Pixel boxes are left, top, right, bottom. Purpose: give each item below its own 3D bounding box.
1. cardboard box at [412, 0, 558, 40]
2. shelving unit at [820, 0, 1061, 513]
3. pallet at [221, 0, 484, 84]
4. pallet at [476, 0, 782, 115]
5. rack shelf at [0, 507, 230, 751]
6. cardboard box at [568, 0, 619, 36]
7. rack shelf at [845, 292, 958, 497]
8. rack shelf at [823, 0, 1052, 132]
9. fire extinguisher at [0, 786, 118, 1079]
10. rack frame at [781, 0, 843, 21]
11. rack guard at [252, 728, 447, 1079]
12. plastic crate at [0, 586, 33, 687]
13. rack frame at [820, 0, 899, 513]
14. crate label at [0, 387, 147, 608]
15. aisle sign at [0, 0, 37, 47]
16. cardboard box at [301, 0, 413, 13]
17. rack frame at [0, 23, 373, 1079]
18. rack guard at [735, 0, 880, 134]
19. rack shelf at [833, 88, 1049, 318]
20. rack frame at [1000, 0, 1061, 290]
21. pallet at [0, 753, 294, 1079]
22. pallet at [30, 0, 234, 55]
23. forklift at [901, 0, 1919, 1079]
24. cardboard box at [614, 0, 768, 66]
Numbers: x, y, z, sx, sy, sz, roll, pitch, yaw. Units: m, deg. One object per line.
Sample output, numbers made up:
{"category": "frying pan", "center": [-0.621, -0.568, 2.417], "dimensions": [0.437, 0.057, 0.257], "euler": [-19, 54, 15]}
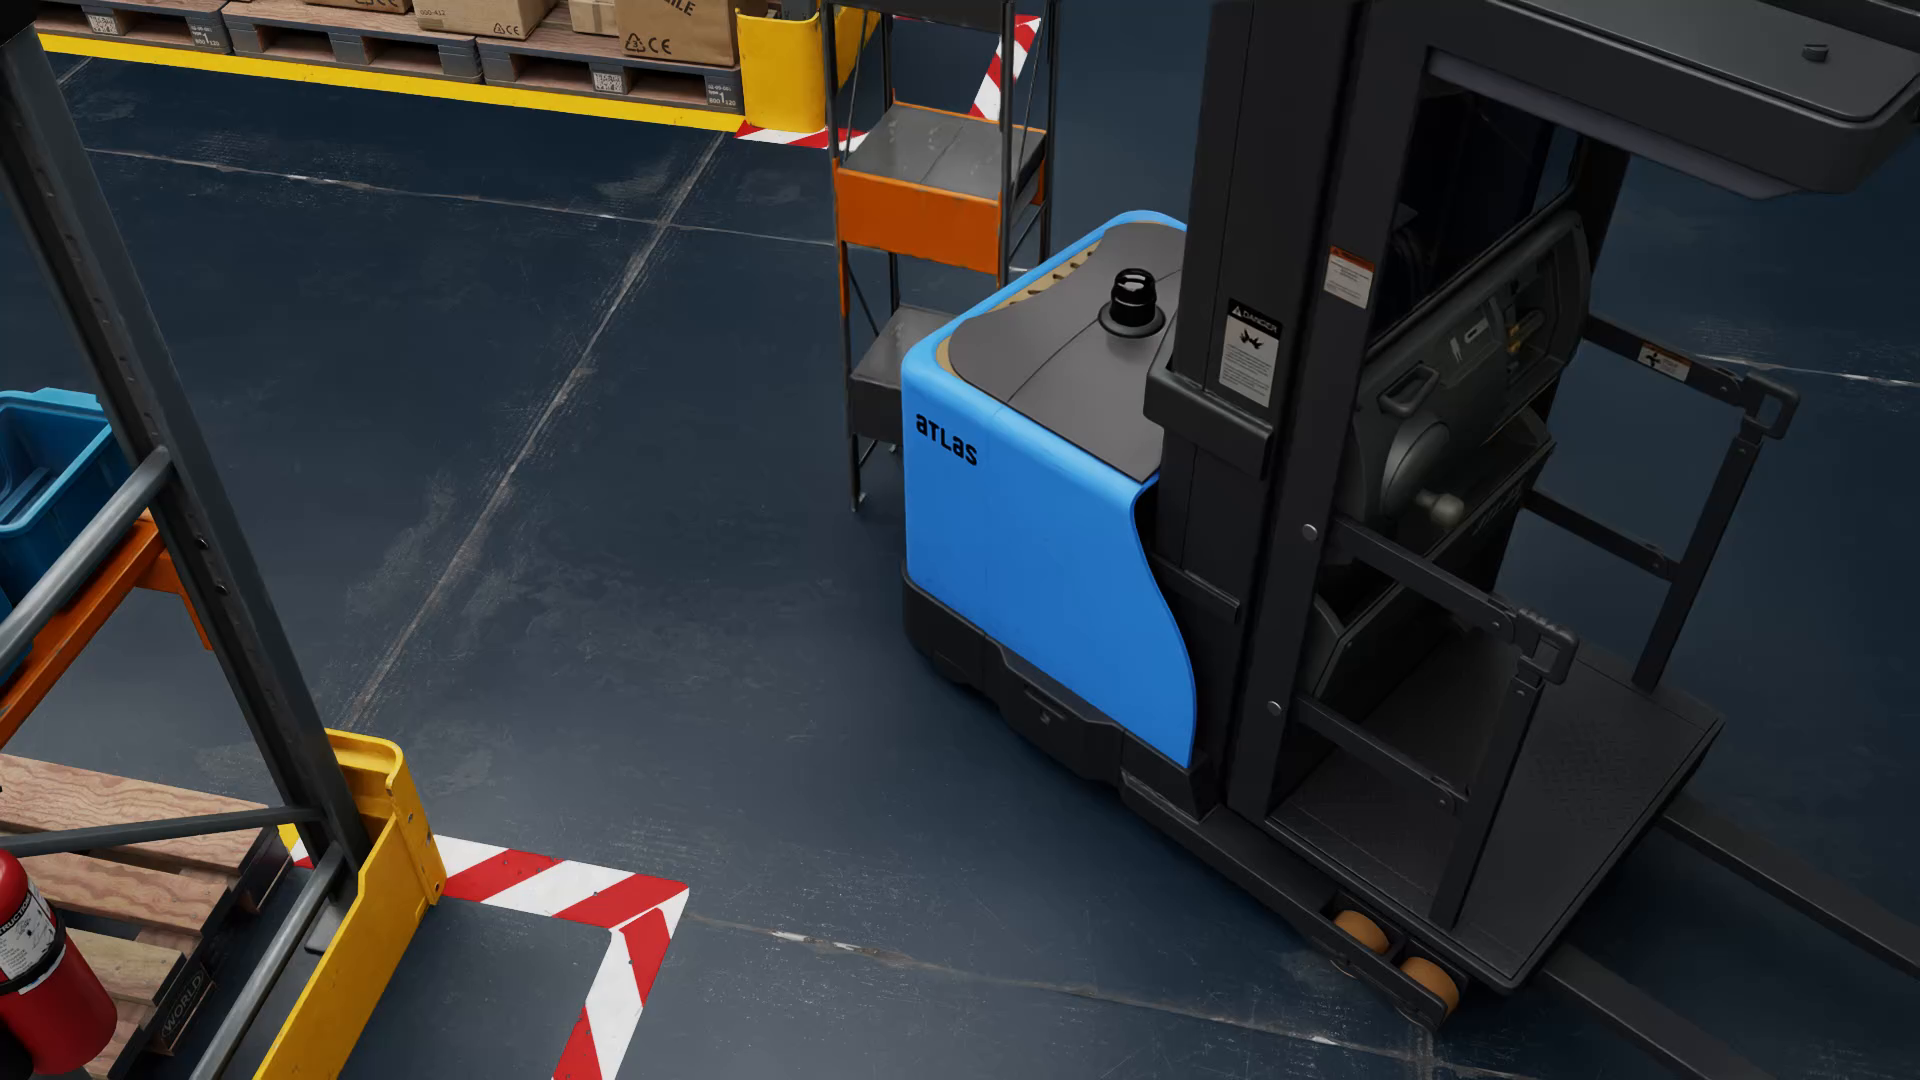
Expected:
{"category": "cardboard box", "center": [-2.064, -2.450, 7.298], "dimensions": [0.500, 0.250, 0.500], "euler": [9, 45, 9]}
{"category": "shelving unit", "center": [-0.042, -0.912, 4.683], "dimensions": [0.503, 2.100, 0.431], "euler": [15, 46, 15]}
{"category": "pallet", "center": [-2.598, -2.515, 7.711], "dimensions": [1.213, 0.211, 1.003], "euler": [9, 45, 9]}
{"category": "pallet", "center": [-1.411, -2.329, 7.518], "dimensions": [1.213, 0.211, 1.003], "euler": [9, 45, 9]}
{"category": "rack shelf", "center": [-3.596, 0.106, 3.496], "dimensions": [4.000, 0.370, 1.077], "euler": [9, 45, 9]}
{"category": "cardboard box", "center": [-1.519, -2.378, 7.283], "dimensions": [0.250, 0.166, 0.380], "euler": [9, 45, 9]}
{"category": "rack shelf", "center": [-0.042, -0.398, 5.178], "dimensions": [0.480, 0.518, 0.431], "euler": [15, 46, 15]}
{"category": "rack shelf", "center": [-0.042, -1.406, 4.207], "dimensions": [0.480, 0.518, 0.431], "euler": [15, 46, 15]}
{"category": "fire extinguisher", "center": [-1.596, 0.642, 2.745], "dimensions": [0.183, 0.674, 0.296], "euler": [9, 45, 9]}
{"category": "rack frame", "center": [-0.559, -3.202, 6.414], "dimensions": [0.127, 3.000, 1.000], "euler": [9, 45, 9]}
{"category": "rack guard", "center": [-1.618, 1.045, 3.804], "dimensions": [0.348, 0.500, 1.175], "euler": [9, 45, 9]}
{"category": "plastic crate", "center": [-2.012, 0.191, 2.820], "dimensions": [0.499, 0.435, 0.616], "euler": [9, 45, 9]}
{"category": "rack frame", "center": [-0.270, -0.973, 4.747], "dimensions": [0.015, 2.100, 0.400], "euler": [15, 46, 15]}
{"category": "crate label", "center": [-1.813, -0.072, 3.239], "dimensions": [0.303, 0.233, 0.416], "euler": [9, 45, 9]}
{"category": "aisle sign", "center": [-1.509, -0.977, 2.228], "dimensions": [0.004, 0.787, 0.394], "euler": [9, 45, 9]}
{"category": "cardboard box", "center": [-2.628, -2.786, 7.464], "dimensions": [0.637, 0.503, 0.797], "euler": [9, 45, 9]}
{"category": "rack frame", "center": [-1.644, 0.149, 2.932], "dimensions": [0.127, 3.000, 1.000], "euler": [9, 45, 9]}
{"category": "rack guard", "center": [-0.633, -2.313, 7.293], "dimensions": [0.348, 0.500, 1.175], "euler": [9, 45, 9]}
{"category": "rack shelf", "center": [-0.042, -0.902, 4.693], "dimensions": [0.480, 0.518, 0.431], "euler": [15, 46, 15]}
{"category": "rack frame", "center": [0.185, -0.851, 4.620], "dimensions": [0.015, 2.100, 0.400], "euler": [15, 46, 15]}
{"category": "pallet", "center": [-2.440, 1.003, 4.056], "dimensions": [1.213, 0.211, 1.003], "euler": [9, 45, 9]}
{"category": "pallet", "center": [-3.792, -2.699, 7.902], "dimensions": [1.213, 0.211, 1.003], "euler": [9, 45, 9]}
{"category": "forklift", "center": [1.252, -0.296, 3.444], "dimensions": [3.031, 2.935, 1.130], "euler": [33, 53, 30]}
{"category": "cardboard box", "center": [-1.143, -2.376, 7.041], "dimensions": [0.500, 0.500, 0.500], "euler": [9, 45, 9]}
